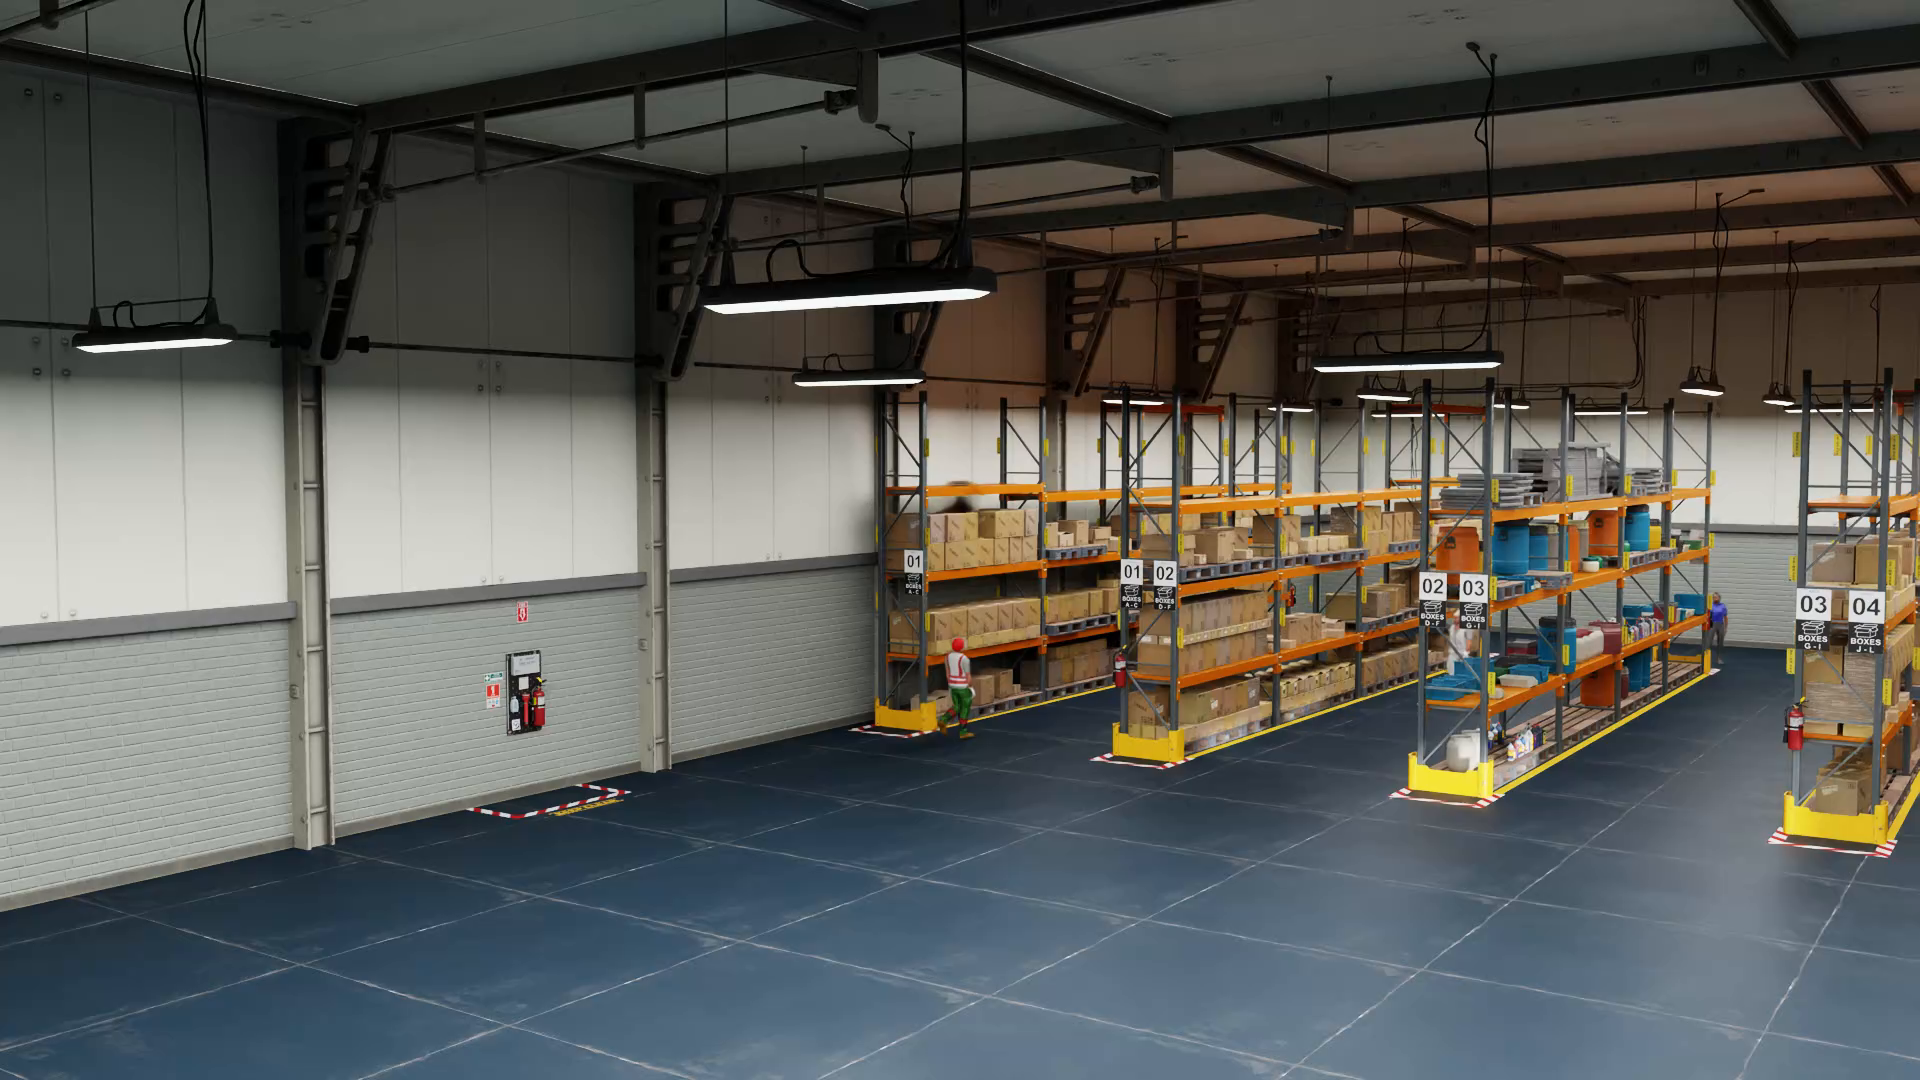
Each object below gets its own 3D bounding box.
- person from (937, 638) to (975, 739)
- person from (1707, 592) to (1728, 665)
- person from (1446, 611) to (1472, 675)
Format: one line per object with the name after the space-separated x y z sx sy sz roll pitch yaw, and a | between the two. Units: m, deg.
-0.044 2.536 28.461 0.683 1.748 0.580 -2 4 -34 | person
17.470 2.052 38.416 0.504 1.675 0.487 1 3 21 | person
9.959 2.290 33.156 0.498 1.748 1.048 1 3 24 | person
